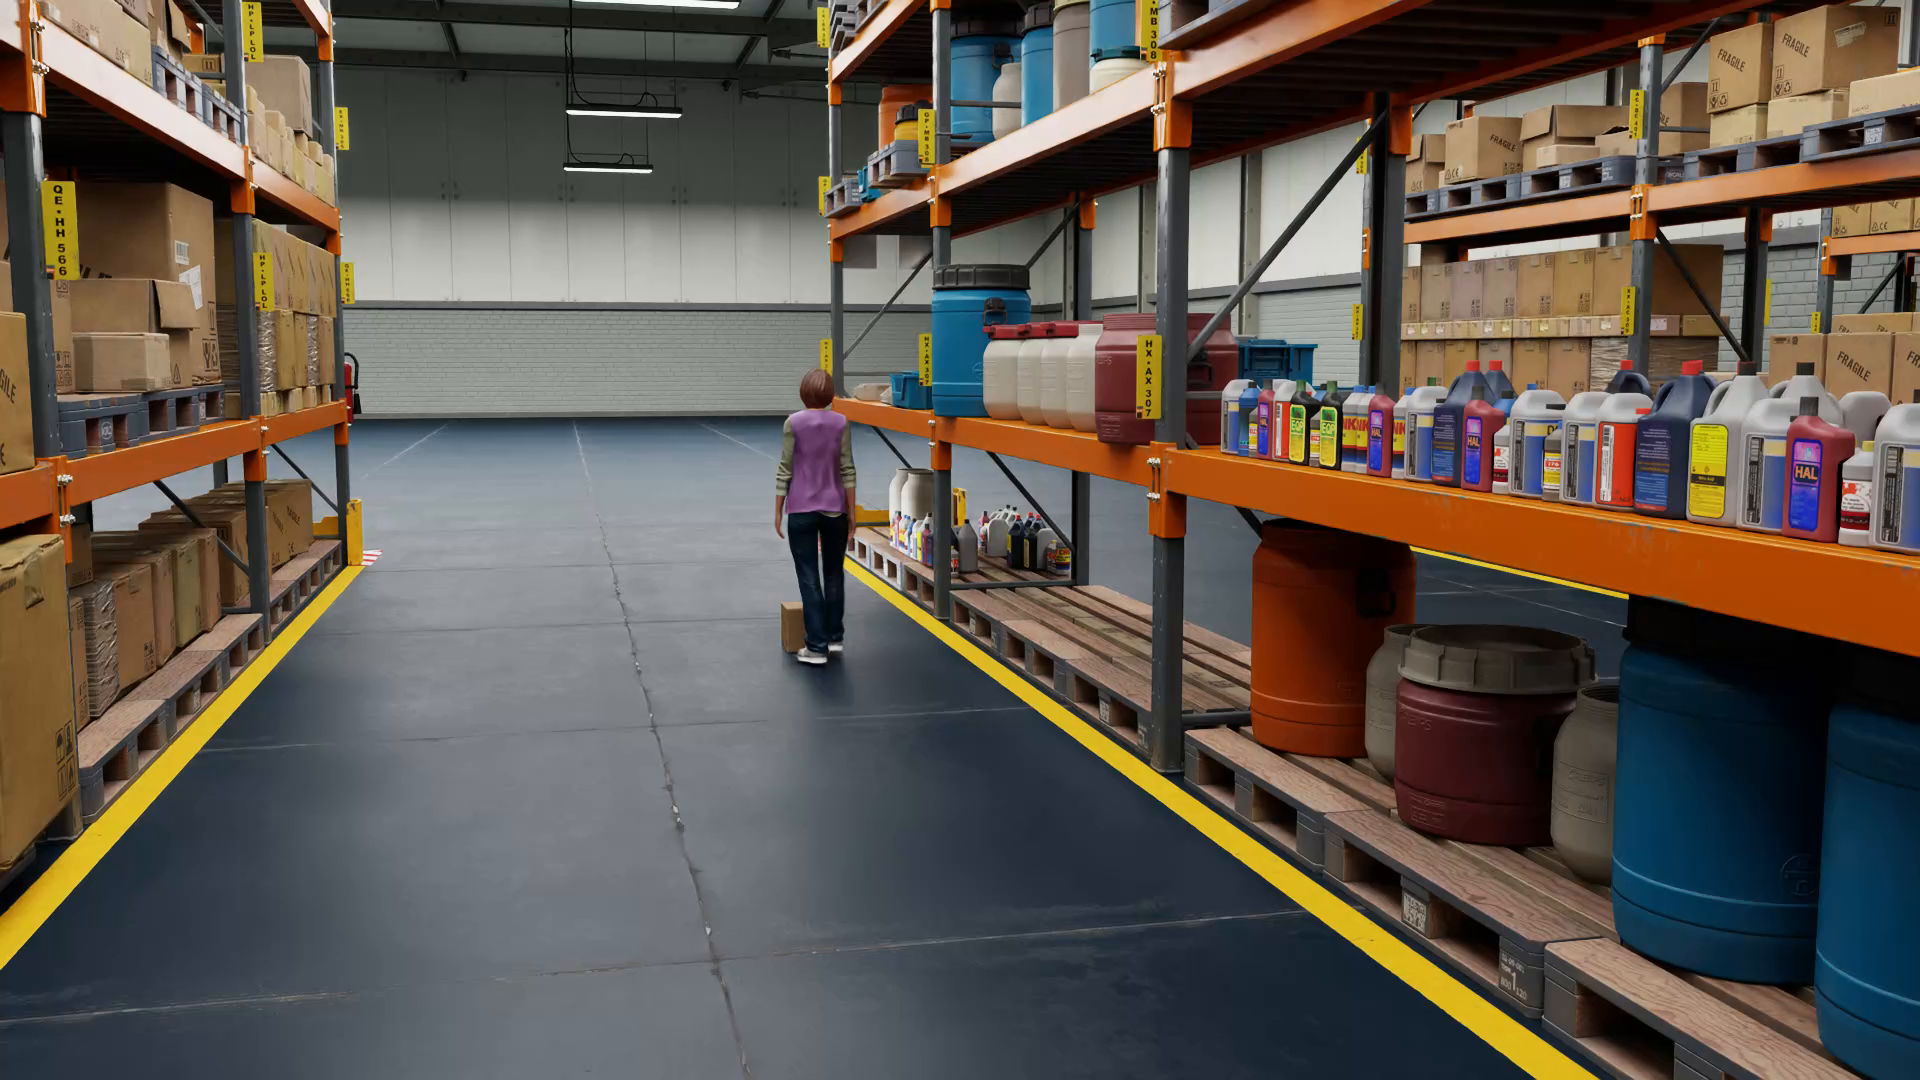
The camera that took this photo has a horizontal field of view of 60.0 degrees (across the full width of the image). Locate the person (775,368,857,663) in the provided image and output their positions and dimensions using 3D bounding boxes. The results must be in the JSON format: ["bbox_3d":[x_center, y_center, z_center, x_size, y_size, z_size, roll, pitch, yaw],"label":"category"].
[{"bbox_3d":[-0.818,-0.134,9.076,0.424,1.580,0.583,-2,7,-20],"label":"person"}]
